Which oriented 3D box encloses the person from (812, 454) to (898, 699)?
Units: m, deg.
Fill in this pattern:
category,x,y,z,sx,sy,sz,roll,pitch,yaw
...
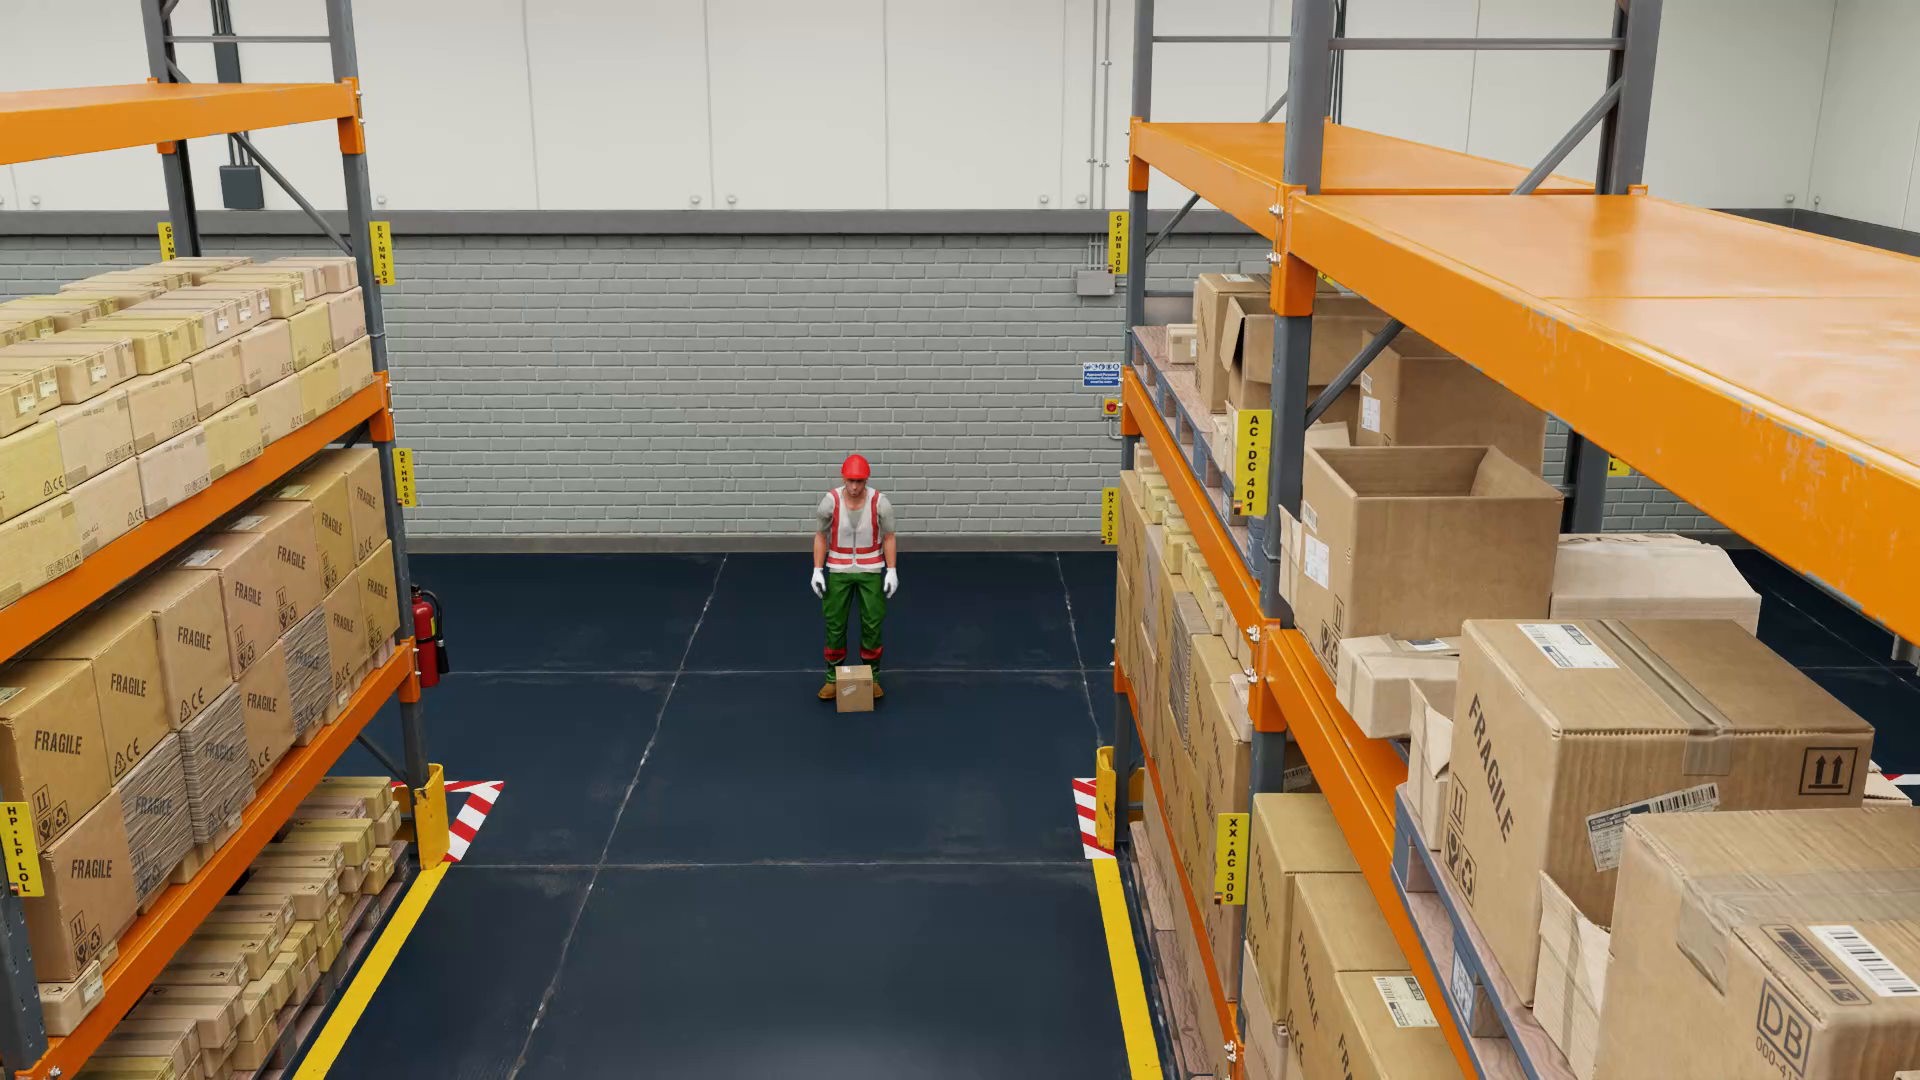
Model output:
category,x,y,z,sx,sy,sz,roll,pitch,yaw
person,-0.739,0.251,11.695,0.611,1.779,0.455,0,17,-1
